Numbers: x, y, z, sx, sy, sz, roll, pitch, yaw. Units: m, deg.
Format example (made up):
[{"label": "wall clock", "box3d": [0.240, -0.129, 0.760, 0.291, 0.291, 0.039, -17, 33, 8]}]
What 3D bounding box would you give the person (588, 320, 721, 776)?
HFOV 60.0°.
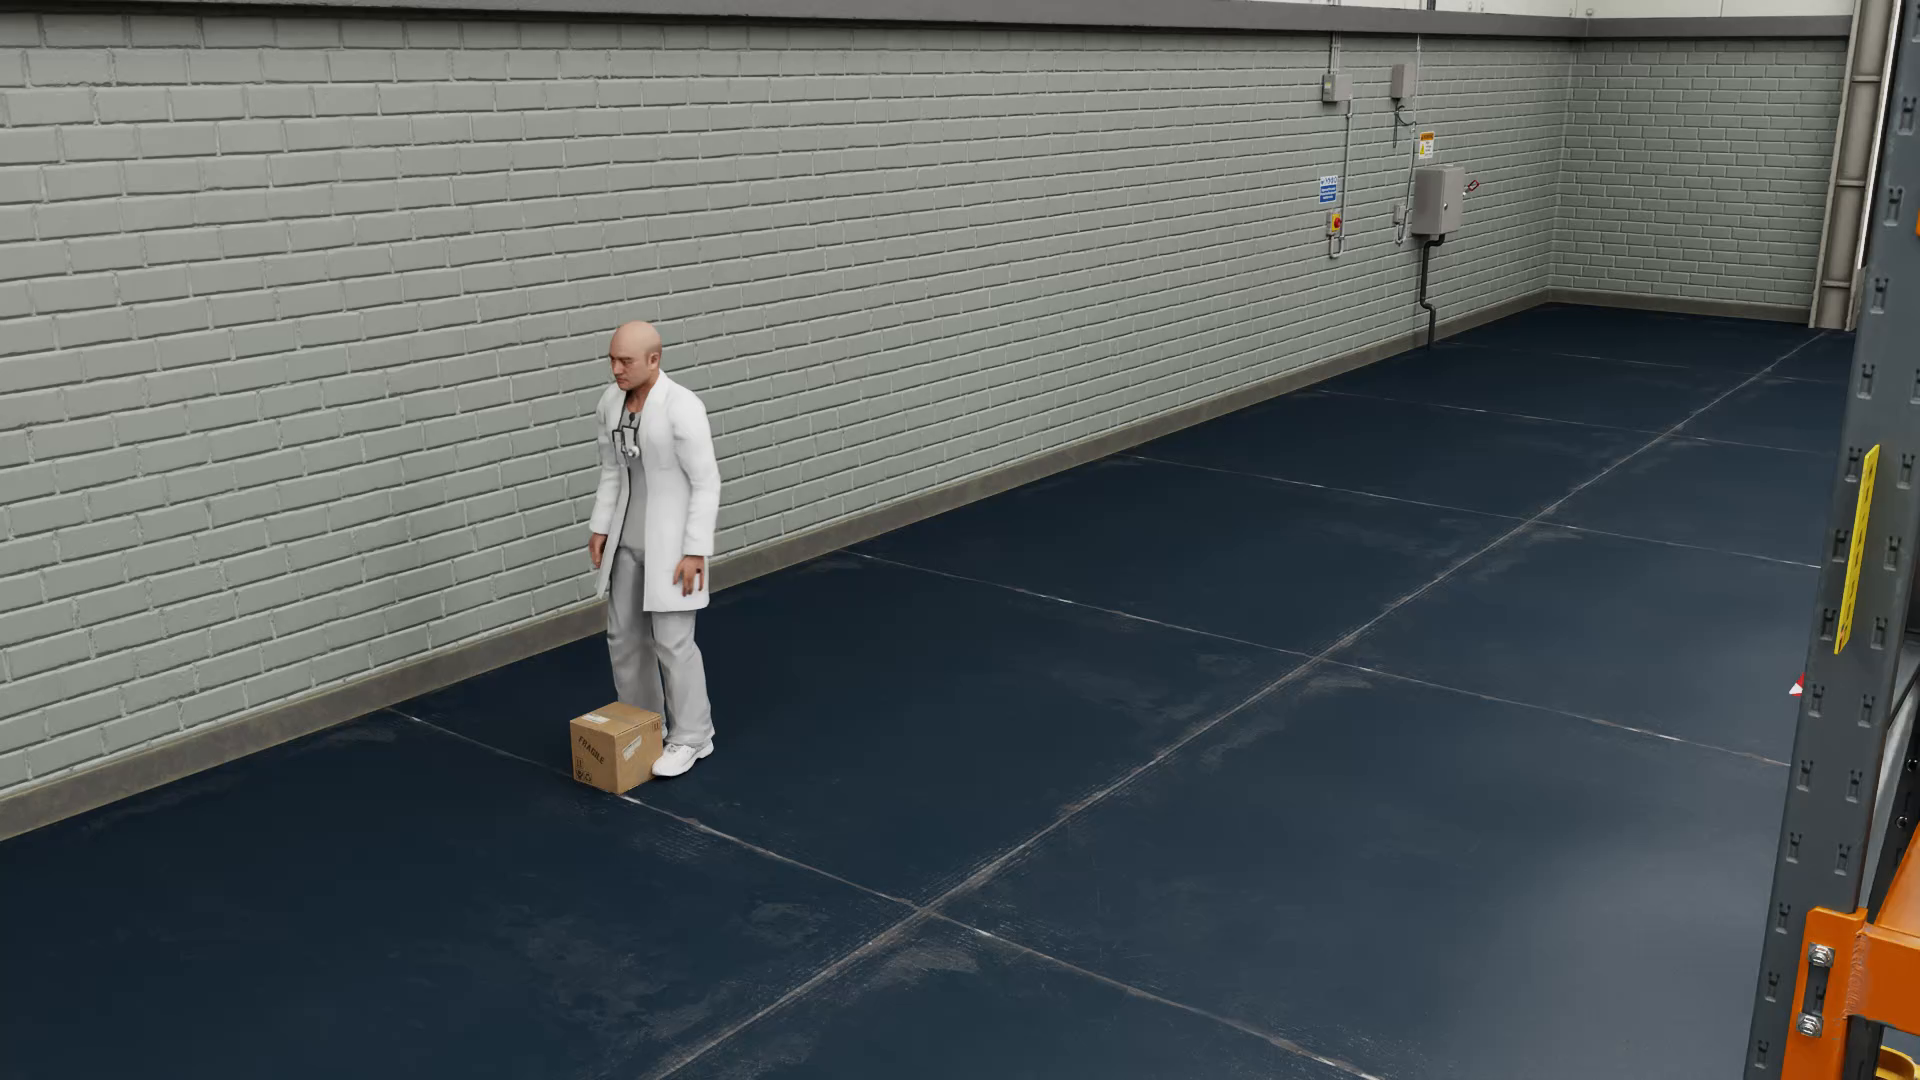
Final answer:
[{"label": "person", "box3d": [-1.197, 0.022, 6.487, 0.642, 1.774, 0.421, 12, 20, 35]}]
